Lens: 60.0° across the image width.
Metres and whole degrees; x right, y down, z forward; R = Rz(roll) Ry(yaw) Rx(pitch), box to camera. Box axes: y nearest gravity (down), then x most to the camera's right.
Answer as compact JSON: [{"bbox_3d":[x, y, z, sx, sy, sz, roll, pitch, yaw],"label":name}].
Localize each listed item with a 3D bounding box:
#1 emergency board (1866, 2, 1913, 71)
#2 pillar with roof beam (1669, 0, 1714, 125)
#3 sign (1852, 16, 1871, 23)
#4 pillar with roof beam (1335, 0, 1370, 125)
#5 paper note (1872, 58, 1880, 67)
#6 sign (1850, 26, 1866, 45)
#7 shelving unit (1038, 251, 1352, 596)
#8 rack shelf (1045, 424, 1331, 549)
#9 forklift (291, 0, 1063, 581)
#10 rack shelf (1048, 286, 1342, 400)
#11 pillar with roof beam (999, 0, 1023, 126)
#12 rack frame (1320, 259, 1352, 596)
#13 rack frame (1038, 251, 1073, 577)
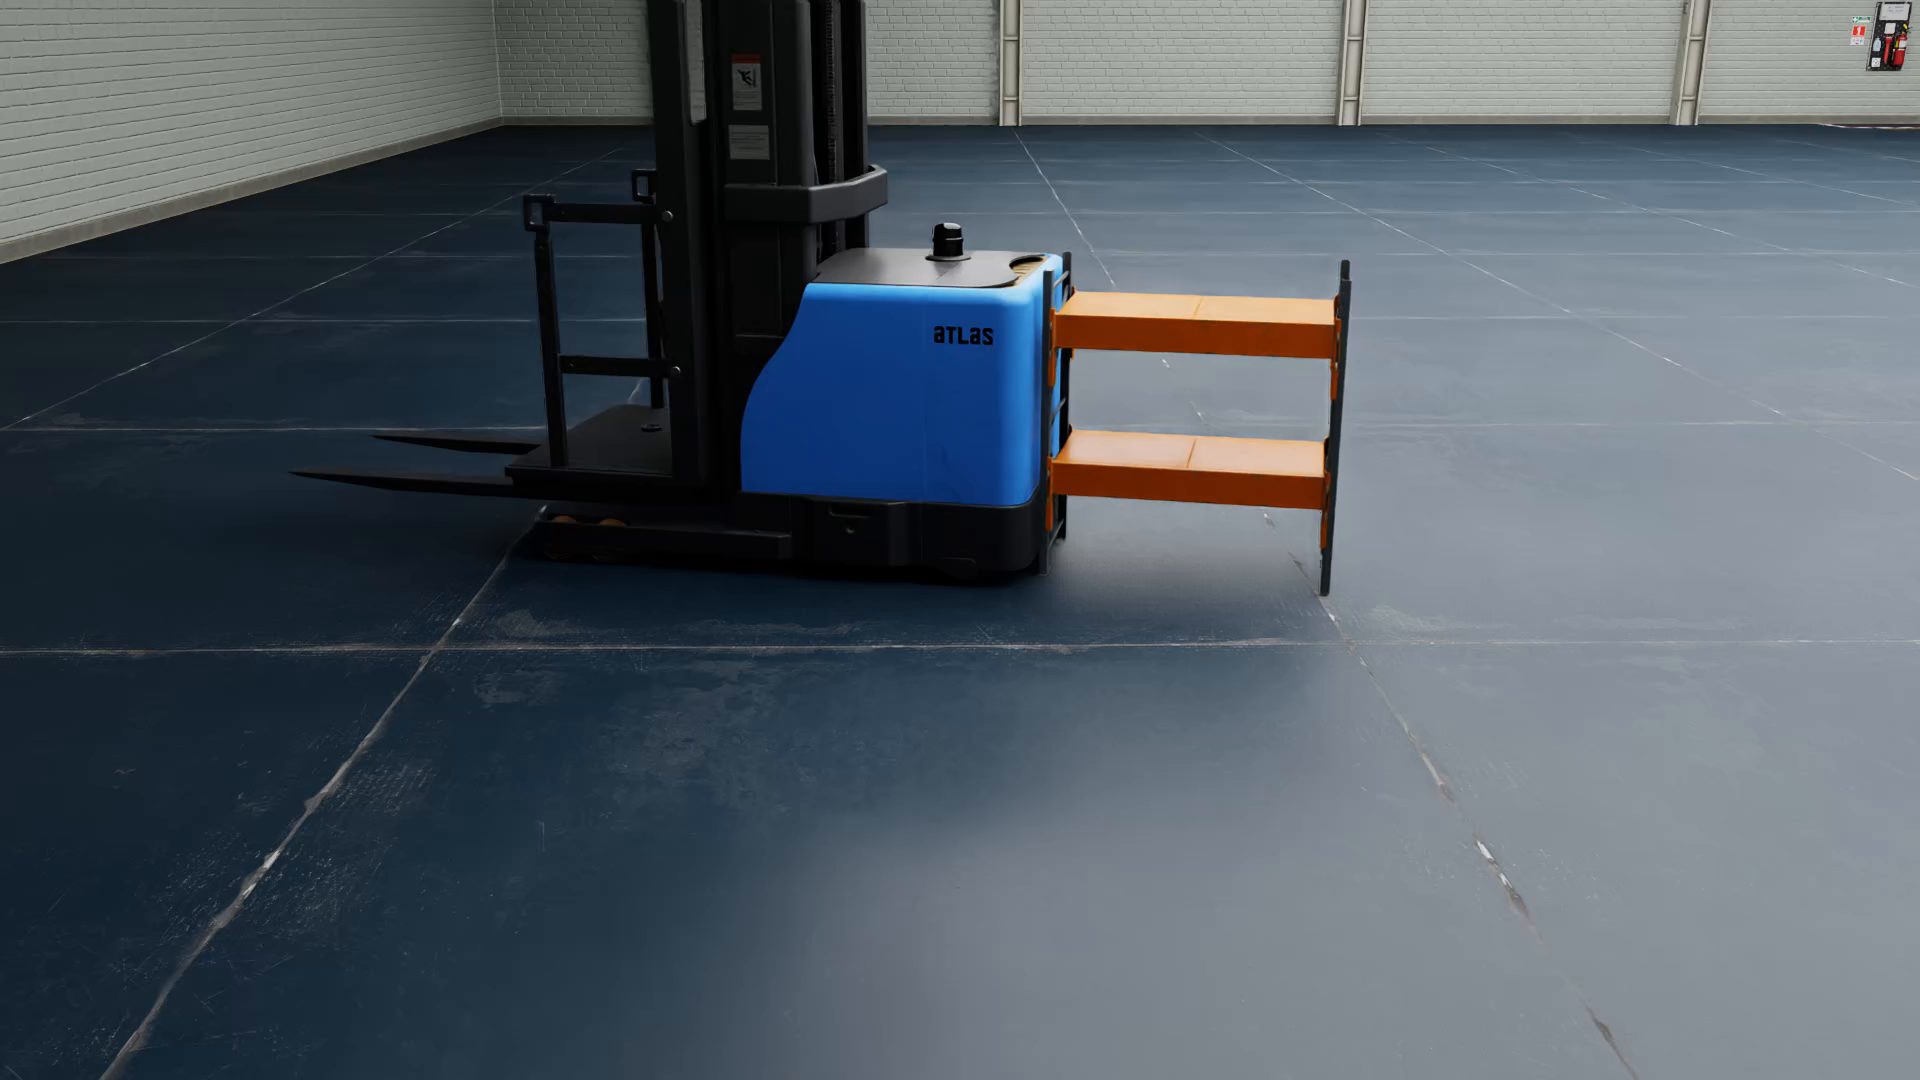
[{"bbox_3d":[16.414,-8.865,29.271,0.643,1.169,0.194,0,18,-1],"label":"emergency board"},{"bbox_3d":[12.954,-10.378,24.167,0.400,9.000,9.100,0,18,-1],"label":"pillar with roof beam"},{"bbox_3d":[15.864,-9.160,29.266,0.331,0.109,0.001,0,18,-1],"label":"sign"},{"bbox_3d":[6.955,-10.349,24.077,0.400,9.000,9.100,0,18,-1],"label":"pillar with roof beam"},{"bbox_3d":[16.236,-8.466,29.469,0.142,0.148,0.016,0,18,-1],"label":"paper note"},{"bbox_3d":[15.860,-8.911,29.356,0.234,0.329,0.001,0,18,-1],"label":"sign"},{"bbox_3d":[0.854,-0.442,6.085,1.048,1.125,0.538,4,18,11],"label":"shelving unit"},{"bbox_3d":[0.854,-0.210,6.160,1.000,0.278,0.538,4,18,11],"label":"rack shelf"},{"bbox_3d":[-1.136,-1.460,6.300,3.031,2.935,1.130,4,18,11],"label":"forklift"},{"bbox_3d":[0.854,-0.721,5.996,1.000,0.278,0.538,4,18,11],"label":"rack shelf"},{"bbox_3d":[0.956,-10.320,23.987,0.400,9.000,9.100,0,18,-1],"label":"pillar with roof beam"},{"bbox_3d":[1.351,-0.410,5.985,0.032,1.125,0.500,4,18,11],"label":"rack frame"},{"bbox_3d":[0.356,-0.475,6.185,0.032,1.125,0.500,4,18,11],"label":"rack frame"}]
